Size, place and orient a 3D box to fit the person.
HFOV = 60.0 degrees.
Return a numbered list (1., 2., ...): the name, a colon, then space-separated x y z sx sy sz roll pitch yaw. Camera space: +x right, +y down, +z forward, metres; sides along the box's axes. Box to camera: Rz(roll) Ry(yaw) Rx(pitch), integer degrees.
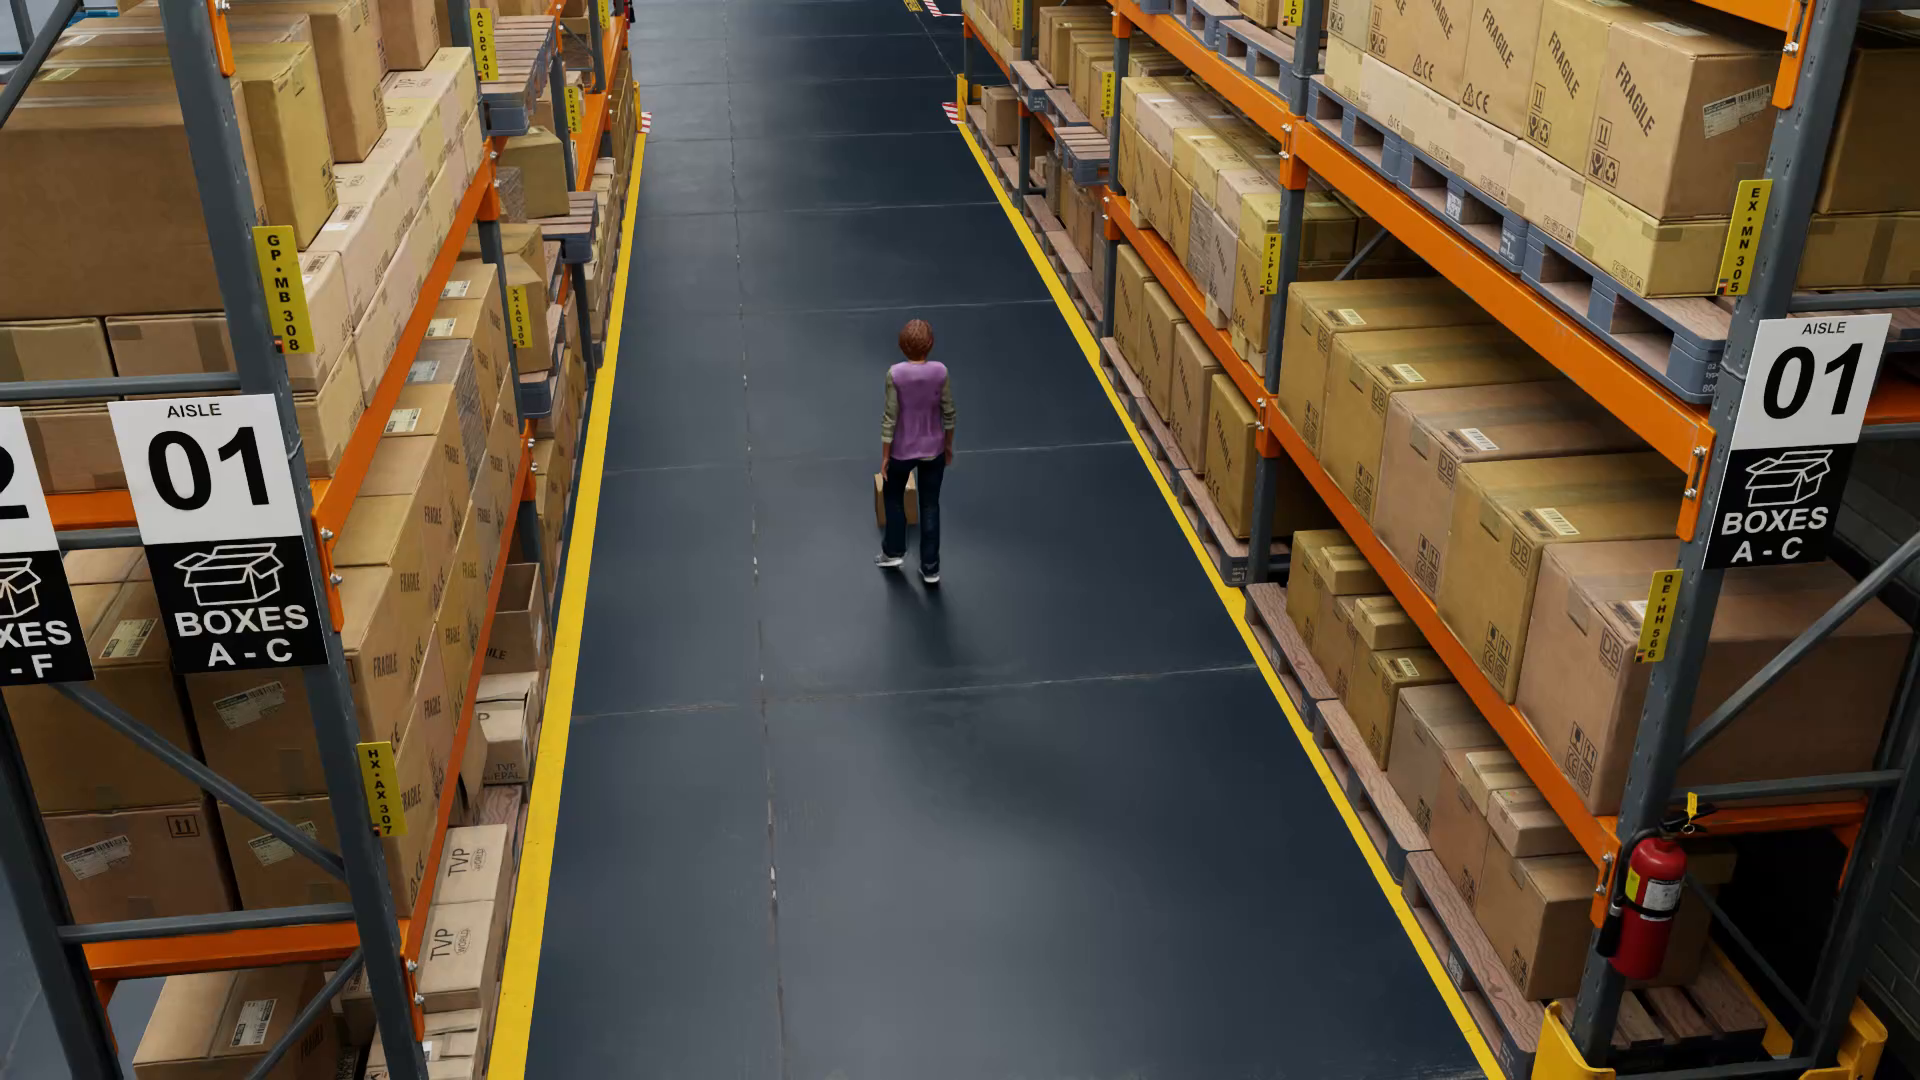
1. person: -0.262 -0.509 9.603 0.450 1.633 0.493 -7 28 -12
